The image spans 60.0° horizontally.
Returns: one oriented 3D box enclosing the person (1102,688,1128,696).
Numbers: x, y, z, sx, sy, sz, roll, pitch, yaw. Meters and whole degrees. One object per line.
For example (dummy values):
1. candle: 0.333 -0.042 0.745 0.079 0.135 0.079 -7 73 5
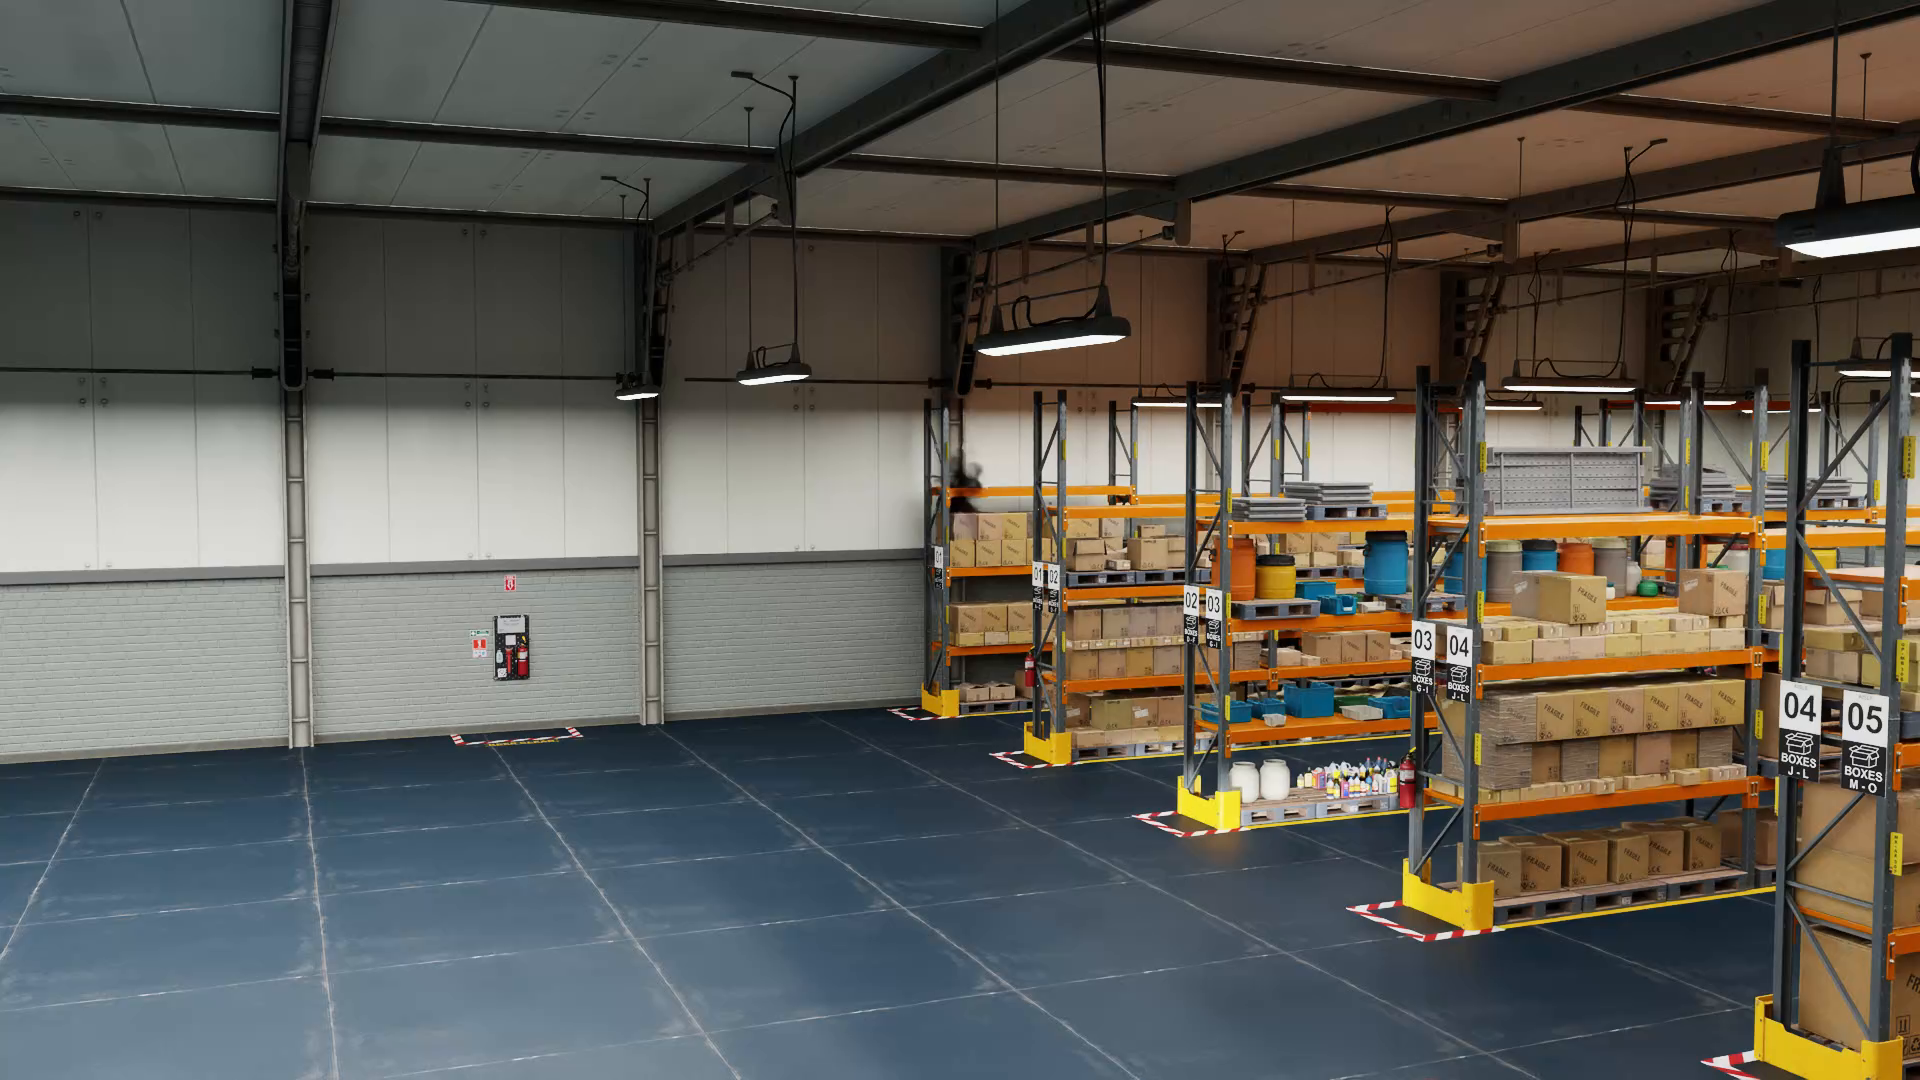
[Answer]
1. person: 2.781 2.545 29.621 0.640 1.741 0.699 -2 4 -27
